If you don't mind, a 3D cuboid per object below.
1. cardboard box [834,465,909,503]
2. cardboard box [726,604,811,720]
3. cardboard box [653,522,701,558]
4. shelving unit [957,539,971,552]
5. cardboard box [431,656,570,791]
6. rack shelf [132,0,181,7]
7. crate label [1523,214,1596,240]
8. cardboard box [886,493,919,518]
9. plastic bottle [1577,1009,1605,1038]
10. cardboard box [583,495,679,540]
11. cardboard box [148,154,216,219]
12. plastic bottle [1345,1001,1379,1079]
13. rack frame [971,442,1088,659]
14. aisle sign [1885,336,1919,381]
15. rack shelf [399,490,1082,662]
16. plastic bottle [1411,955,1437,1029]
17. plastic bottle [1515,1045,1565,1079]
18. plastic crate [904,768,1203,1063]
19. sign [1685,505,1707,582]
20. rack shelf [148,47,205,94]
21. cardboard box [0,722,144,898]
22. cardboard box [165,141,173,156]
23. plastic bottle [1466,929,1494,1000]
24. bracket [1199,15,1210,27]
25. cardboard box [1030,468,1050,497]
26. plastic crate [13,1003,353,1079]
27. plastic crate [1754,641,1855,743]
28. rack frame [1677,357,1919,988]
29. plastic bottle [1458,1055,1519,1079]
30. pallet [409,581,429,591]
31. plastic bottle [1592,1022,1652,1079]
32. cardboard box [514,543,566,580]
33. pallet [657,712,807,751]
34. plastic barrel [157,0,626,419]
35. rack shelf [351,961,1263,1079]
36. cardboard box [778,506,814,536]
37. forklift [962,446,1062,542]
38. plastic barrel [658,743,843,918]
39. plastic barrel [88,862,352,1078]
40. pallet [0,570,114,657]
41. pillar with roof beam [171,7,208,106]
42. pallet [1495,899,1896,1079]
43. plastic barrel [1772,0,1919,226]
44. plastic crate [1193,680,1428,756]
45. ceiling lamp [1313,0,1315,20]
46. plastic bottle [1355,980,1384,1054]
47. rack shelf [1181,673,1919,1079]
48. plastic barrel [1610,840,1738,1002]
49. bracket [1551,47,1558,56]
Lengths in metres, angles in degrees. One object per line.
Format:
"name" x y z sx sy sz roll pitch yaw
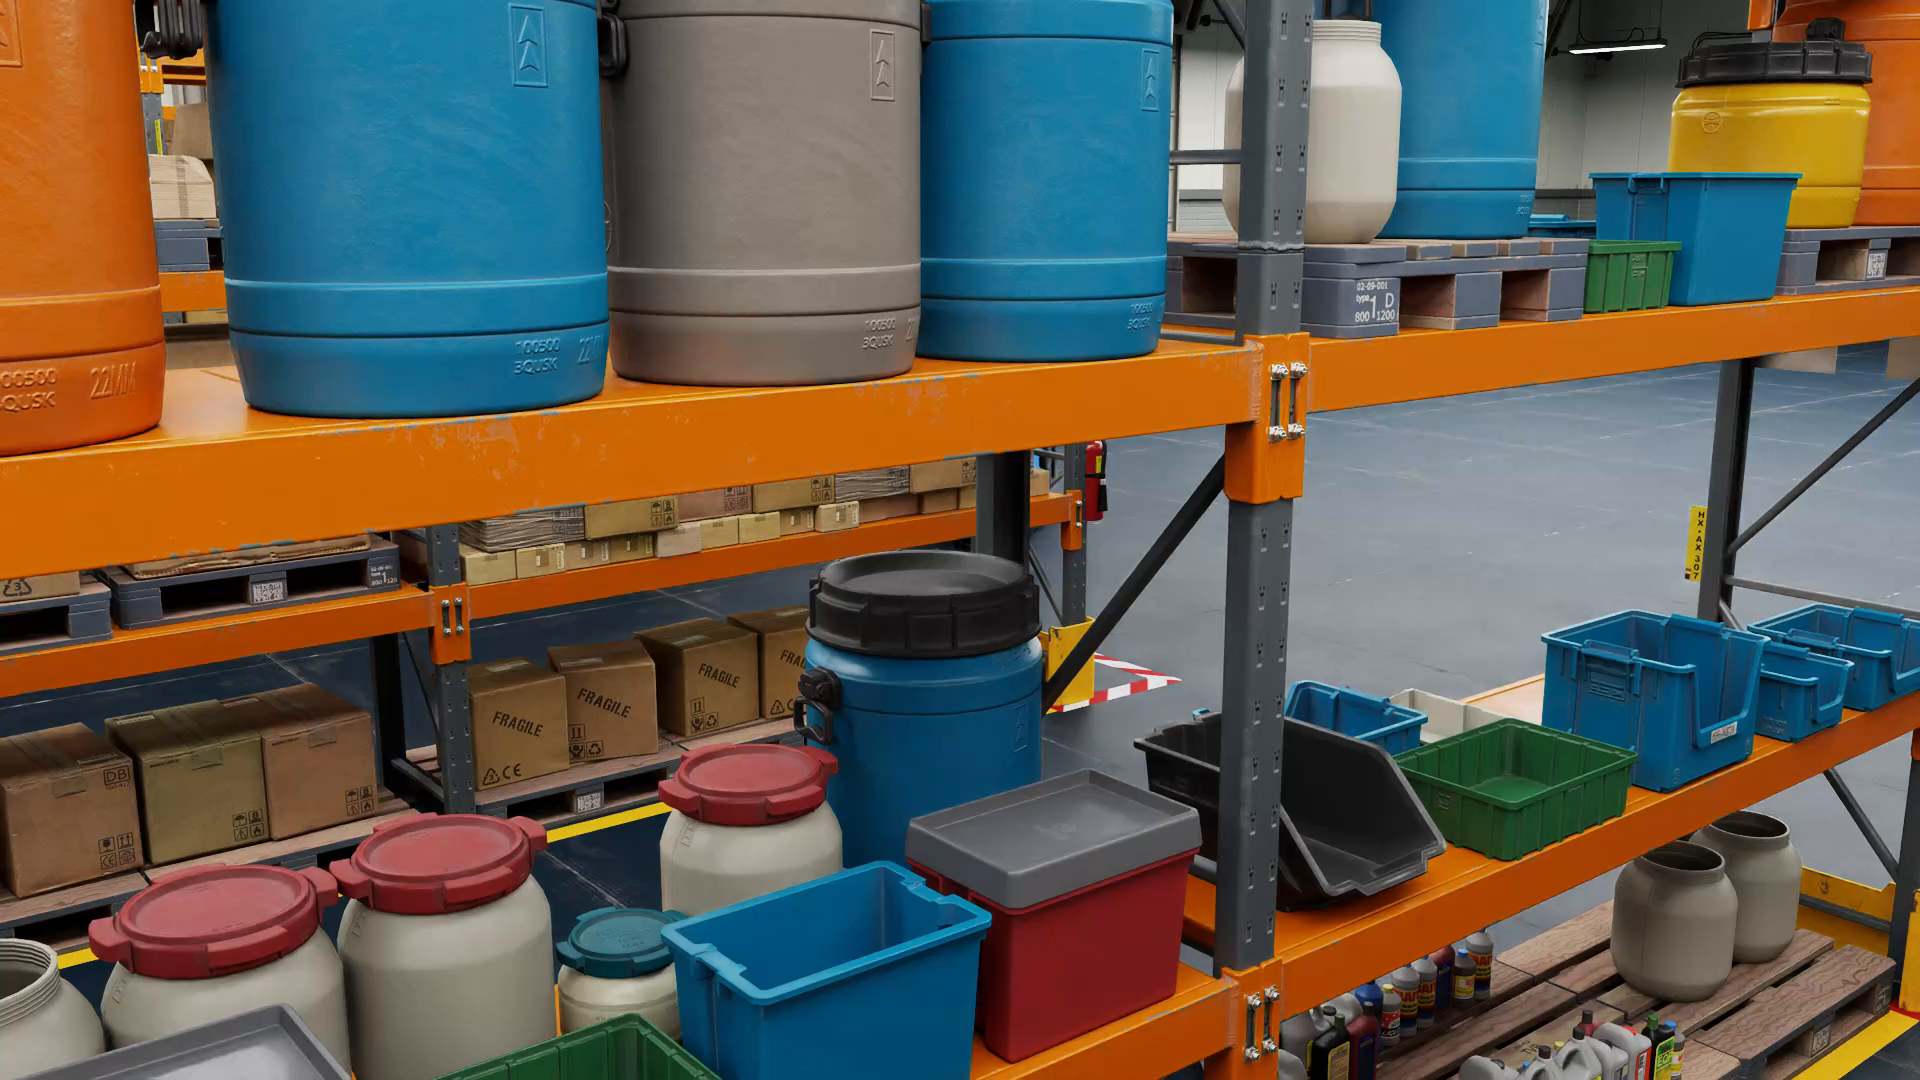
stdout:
"cardboard box" -0.751 -0.546 9.520 0.500 0.500 0.875 -9 15 -38
"cardboard box" -1.015 0.697 9.634 0.500 0.500 0.500 -8 14 -32
"cardboard box" -1.547 -0.025 8.628 0.250 0.149 0.380 -9 15 -38
"shelving unit" -0.386 -0.376 14.190 1.048 1.125 0.538 -5 13 -23
"cardboard box" -2.357 0.931 8.532 0.500 0.500 0.500 -10 16 -39
"rack shelf" -4.256 -2.169 6.373 4.000 0.370 1.077 -9 15 -38
"crate label" 1.855 -0.962 5.576 0.408 0.251 0.502 -9 15 -38
"cardboard box" -0.449 -0.238 9.634 0.250 0.149 0.380 -9 15 -38
"plastic bottle" 2.082 1.677 5.490 0.133 0.283 0.061 -9 15 -38
"cardboard box" -1.892 -0.343 8.567 0.500 0.500 0.875 -9 15 -38
"cardboard box" -3.366 -1.510 7.110 0.258 0.266 0.396 -9 15 -36
"plastic bottle" 1.321 1.675 5.499 0.133 0.283 0.061 -9 15 -38
"rack frame" 0.429 -0.560 10.546 0.127 3.000 1.000 -9 15 -38
"aisle sign" 3.765 -0.990 6.310 0.004 0.787 0.394 -9 15 -38
"rack shelf" -1.133 0.051 9.399 4.000 0.370 1.077 -9 15 -38
"plastic bottle" 1.645 1.592 5.922 0.097 0.271 0.097 0 12 0
"plastic bottle" 1.768 1.725 5.100 0.185 0.351 0.144 -10 15 -38
"plastic crate" 0.213 0.843 3.783 0.583 0.464 0.402 -9 15 -38
"sign" 3.183 0.018 7.157 0.005 0.325 0.100 -9 15 -38
"rack shelf" -4.152 -3.506 12.668 4.000 0.370 1.077 -9 15 -38
"cardboard box" -4.008 1.174 7.338 0.500 0.500 0.700 -11 16 -42
"cardboard box" -5.490 -2.758 12.068 0.500 0.250 0.500 -10 15 -38
"plastic bottle" 1.913 1.547 6.131 0.097 0.271 0.097 0 12 0
"bracket" 4.629 -10.055 32.153 0.430 0.232 0.235 -9 15 -38
"cardboard box" 0.335 -0.367 10.241 0.250 0.149 0.380 -9 15 -38
"plastic crate" -1.271 1.090 2.622 0.583 0.464 0.402 -9 15 -38
"plastic crate" 2.808 0.512 5.852 0.408 0.251 0.499 -9 15 -38
"rack frame" 3.523 0.243 6.763 0.127 3.000 1.000 -9 15 -38
"plastic bottle" 1.656 1.741 5.205 0.135 0.276 0.152 -9 15 -38
"pallet" -4.118 0.260 13.397 1.213 0.211 1.003 -9 15 -38
"plastic bottle" 2.149 1.698 5.410 0.135 0.276 0.152 -9 15 -37
"cardboard box" -2.135 0.072 8.173 0.250 0.149 0.380 -9 15 -38
"pallet" -1.239 1.071 9.579 1.213 0.211 1.003 -9 15 -38
"plastic barrel" -0.883 -0.680 2.679 0.708 0.901 0.600 -9 15 -38
"rack shelf" -1.162 1.373 3.171 4.000 0.370 1.077 -9 15 -38
"cardboard box" -1.009 -0.134 9.144 0.250 0.149 0.380 -9 15 -38
"forklift" 0.363 -1.664 15.907 1.130 2.935 3.031 3 12 14
"plastic barrel" -0.484 0.784 3.888 0.433 0.535 0.433 0 12 0
"plastic barrel" -1.395 0.935 3.175 0.433 0.535 0.433 0 12 0
"pallet" -4.298 0.308 6.919 1.213 0.211 1.003 -9 15 -38
"pillar with roof beam" -7.283 -5.265 18.257 0.400 9.000 9.100 -9 15 -38
"pallet" 2.855 1.729 6.478 1.213 0.211 1.003 -9 15 -38
"plastic barrel" 3.223 -1.556 5.969 0.708 0.830 0.600 -9 15 -38
"plastic crate" 1.094 0.647 5.218 0.616 0.251 0.499 -9 15 -38
"ceiling lamp" 6.289 -10.257 27.715 0.800 3.185 2.000 -9 15 -38
"plastic bottle" 1.409 1.631 5.737 0.097 0.271 0.097 0 12 0
"rack shelf" 1.961 0.854 5.616 4.000 0.370 1.077 -9 15 -38
"plastic barrel" 2.665 1.417 6.211 0.421 0.512 0.421 0 12 0
"bracket" 13.999 -11.613 39.486 0.430 0.232 0.235 -9 15 -38
